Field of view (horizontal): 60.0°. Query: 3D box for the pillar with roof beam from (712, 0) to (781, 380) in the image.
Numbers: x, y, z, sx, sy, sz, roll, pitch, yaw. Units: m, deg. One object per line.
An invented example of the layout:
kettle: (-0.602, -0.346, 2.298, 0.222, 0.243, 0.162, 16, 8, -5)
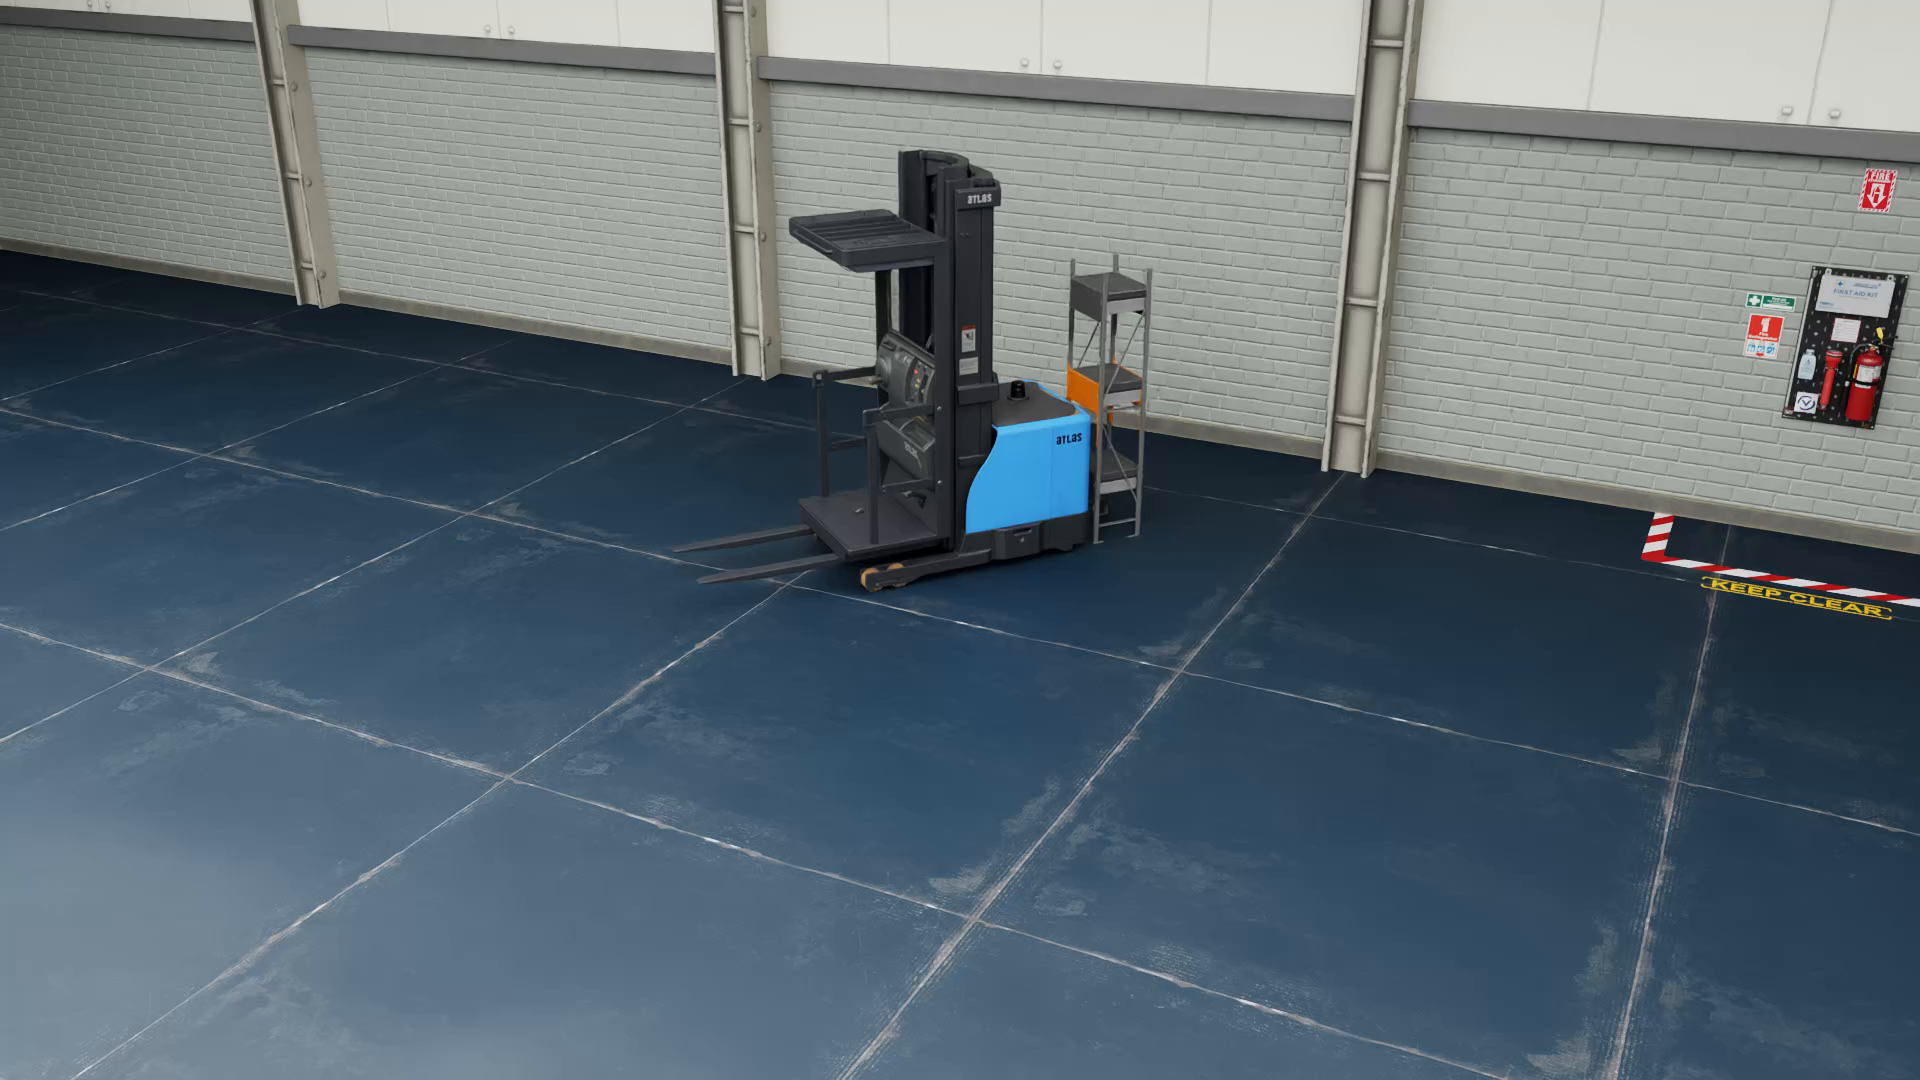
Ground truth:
pillar with roof beam: (-3.977, -4.308, 11.408, 0.400, 9.000, 9.100, 11, 25, 25)

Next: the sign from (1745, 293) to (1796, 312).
sign: (6.039, -1.772, 12.387, 0.331, 0.109, 0.001, 11, 25, 25)

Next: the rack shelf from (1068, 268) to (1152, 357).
rack shelf: (1.105, -1.688, 12.307, 0.431, 0.518, 0.480, -10, 25, -23)

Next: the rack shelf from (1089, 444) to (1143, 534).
rack shelf: (1.100, -0.399, 12.853, 0.431, 0.518, 0.480, -10, 25, -23)

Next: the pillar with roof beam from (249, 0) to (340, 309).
pillar with roof beam: (-9.332, -5.368, 13.899, 0.400, 9.000, 9.100, 11, 25, 25)

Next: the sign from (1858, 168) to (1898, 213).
sign: (6.524, -2.485, 11.824, 0.199, 0.298, 0.001, 11, 25, 25)

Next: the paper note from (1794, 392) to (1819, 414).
paper note: (6.359, -1.032, 12.495, 0.142, 0.148, 0.016, 11, 25, 25)

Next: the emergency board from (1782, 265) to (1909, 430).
emergency board: (6.486, -1.382, 12.192, 0.643, 1.169, 0.194, 11, 25, 25)

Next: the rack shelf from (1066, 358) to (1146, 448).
rack shelf: (1.103, -1.044, 12.580, 0.431, 0.518, 0.480, -10, 25, -23)

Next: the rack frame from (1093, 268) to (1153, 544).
rack frame: (1.206, -0.970, 12.372, 0.400, 2.100, 0.015, -10, 25, -23)

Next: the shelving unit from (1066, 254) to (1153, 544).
shelving unit: (1.103, -1.056, 12.575, 0.431, 2.100, 0.503, -10, 25, -23)

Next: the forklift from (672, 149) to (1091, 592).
forklift: (-0.579, -1.214, 11.885, 3.031, 2.935, 1.130, -10, 25, -23)

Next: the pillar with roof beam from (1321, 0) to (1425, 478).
pillar with roof beam: (1.377, -3.249, 8.917, 0.400, 9.000, 9.100, 11, 25, 25)

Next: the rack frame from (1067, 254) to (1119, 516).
rack frame: (0.999, -1.143, 12.778, 0.400, 2.100, 0.015, -10, 25, -23)

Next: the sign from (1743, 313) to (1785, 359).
sign: (6.039, -1.532, 12.500, 0.234, 0.329, 0.001, 11, 25, 25)
